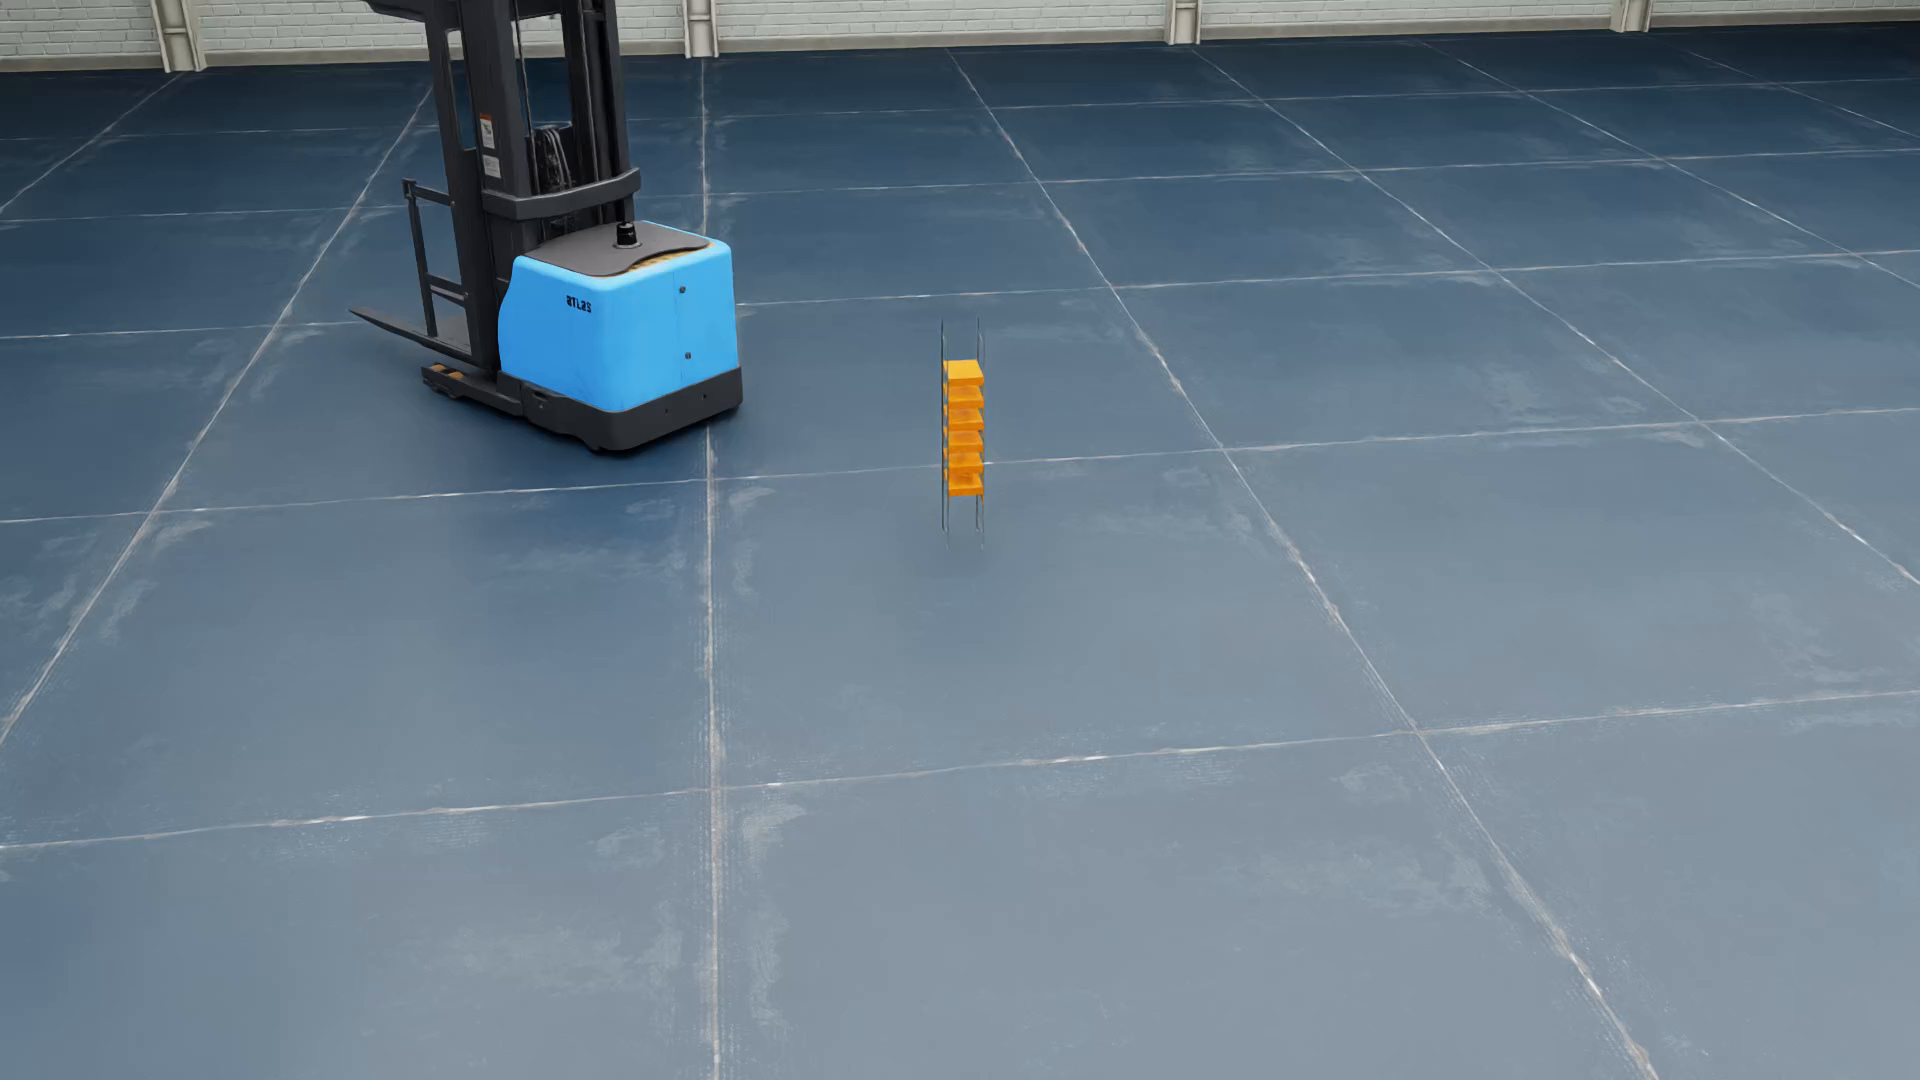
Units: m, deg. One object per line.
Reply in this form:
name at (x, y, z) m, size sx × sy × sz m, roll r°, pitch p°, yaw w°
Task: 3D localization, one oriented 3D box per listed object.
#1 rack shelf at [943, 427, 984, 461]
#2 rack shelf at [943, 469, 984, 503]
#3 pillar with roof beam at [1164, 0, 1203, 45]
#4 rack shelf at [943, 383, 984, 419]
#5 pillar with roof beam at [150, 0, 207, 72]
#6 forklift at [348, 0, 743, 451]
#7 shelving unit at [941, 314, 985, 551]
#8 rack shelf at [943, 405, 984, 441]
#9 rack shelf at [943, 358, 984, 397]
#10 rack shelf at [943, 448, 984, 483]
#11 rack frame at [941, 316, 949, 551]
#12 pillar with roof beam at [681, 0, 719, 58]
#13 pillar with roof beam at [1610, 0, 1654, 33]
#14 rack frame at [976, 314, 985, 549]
rack shelf at (0.014, -0.495, 8.498) m, size 0.180 × 0.103 × 0.258 m, roll -4°, pitch 27°, yaw -7°
rack shelf at (0.014, -0.282, 8.608) m, size 0.180 × 0.103 × 0.258 m, roll -4°, pitch 27°, yaw -7°
pillar with roof beam at (3.401, -8.348, 15.161) m, size 0.400 × 9.000 × 9.100 m, roll -4°, pitch 27°, yaw -7°
rack shelf at (0.014, -0.709, 8.389) m, size 0.180 × 0.103 × 0.258 m, roll -4°, pitch 27°, yaw -7°
pillar with roof beam at (-8.482, -7.584, 13.674) m, size 0.400 × 9.000 × 9.100 m, roll -4°, pitch 27°, yaw -7°
forklift at (-2.795, -2.362, 10.142) m, size 3.031 × 2.935 × 1.130 m, roll 21°, pitch 34°, yaw 35°
shelving unit at (0.014, -0.535, 8.478) m, size 0.189 × 1.200 × 0.258 m, roll -4°, pitch 27°, yaw -7°
rack shelf at (0.014, -0.602, 8.443) m, size 0.180 × 0.103 × 0.258 m, roll -4°, pitch 27°, yaw -7°
rack shelf at (0.014, -0.816, 8.334) m, size 0.180 × 0.103 × 0.258 m, roll -4°, pitch 27°, yaw -7°
rack shelf at (0.014, -0.388, 8.553) m, size 0.180 × 0.103 × 0.258 m, roll -4°, pitch 27°, yaw -7°
rack frame at (-0.076, -0.529, 8.467) m, size 0.006 × 1.200 × 0.240 m, roll -4°, pitch 27°, yaw -7°
pillar with roof beam at (-2.541, -7.966, 14.418) m, size 0.400 × 9.000 × 9.100 m, roll -4°, pitch 27°, yaw -7°
pillar with roof beam at (9.342, -8.729, 15.905) m, size 0.400 × 9.000 × 9.100 m, roll -4°, pitch 27°, yaw -7°
rack frame at (0.105, -0.541, 8.489) m, size 0.006 × 1.200 × 0.240 m, roll -4°, pitch 27°, yaw -7°
